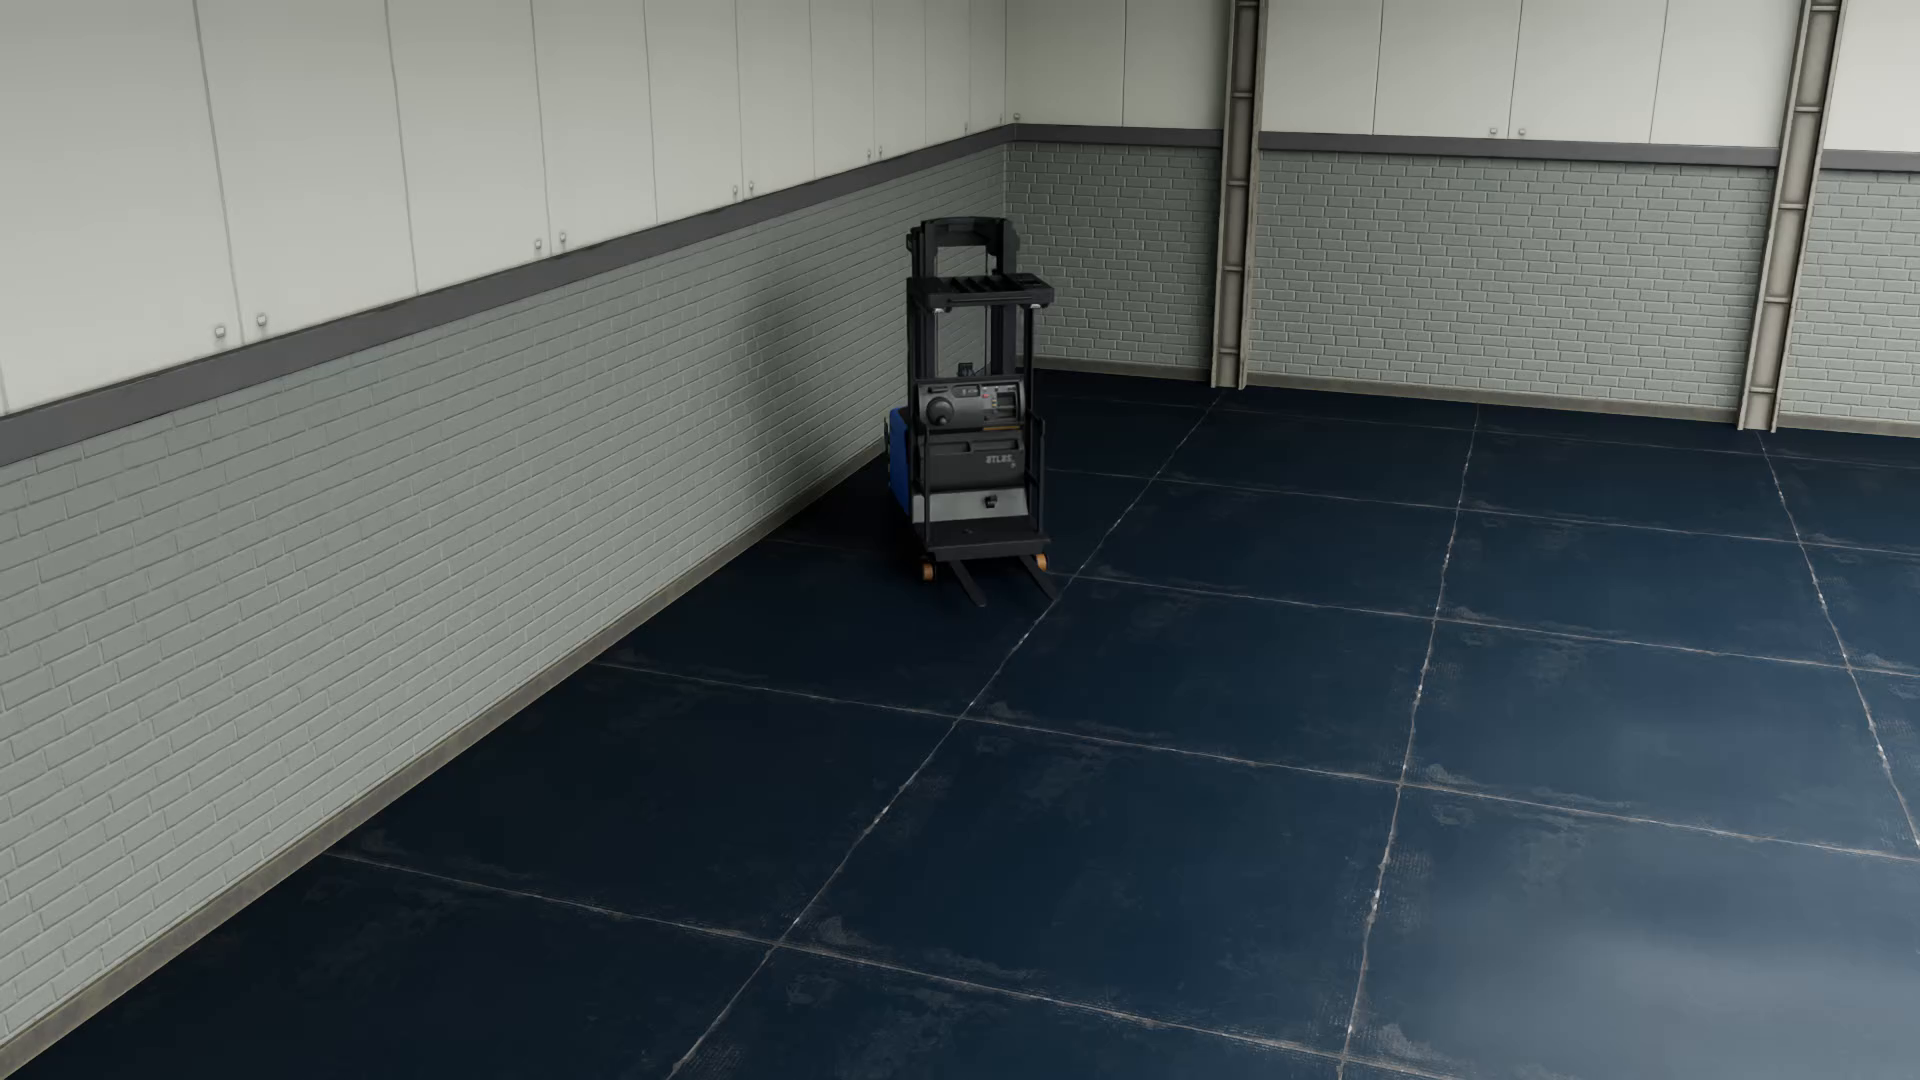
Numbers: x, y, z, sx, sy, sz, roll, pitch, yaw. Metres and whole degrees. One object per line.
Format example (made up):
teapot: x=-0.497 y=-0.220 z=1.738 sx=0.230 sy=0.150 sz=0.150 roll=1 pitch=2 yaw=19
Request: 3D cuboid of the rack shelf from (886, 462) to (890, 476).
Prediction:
rack shelf: x=-0.598 y=-0.684 z=15.886 sx=0.200 sy=0.077 sz=0.258 roll=-2 pitch=19 yaw=-7

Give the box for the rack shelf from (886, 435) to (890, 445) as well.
rack shelf: x=-0.598 y=-0.939 z=15.797 sx=0.200 sy=0.077 sz=0.258 roll=-2 pitch=19 yaw=-7

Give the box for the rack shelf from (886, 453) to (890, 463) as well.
rack shelf: x=-0.598 y=-0.769 z=15.857 sx=0.200 sy=0.077 sz=0.258 roll=-2 pitch=19 yaw=-7

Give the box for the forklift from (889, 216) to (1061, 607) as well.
forklift: x=0.146 y=-1.165 z=14.080 sx=1.130 sy=2.935 sz=3.031 roll=-4 pitch=20 yaw=-12

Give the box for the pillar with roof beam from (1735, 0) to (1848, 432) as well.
pillar with roof beam: x=7.599 y=-4.185 z=13.524 sx=0.400 sy=9.000 sz=9.100 roll=7 pitch=20 yaw=18

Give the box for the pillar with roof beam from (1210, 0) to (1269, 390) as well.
pillar with roof beam: x=1.931 y=-4.833 z=15.384 sx=0.400 sy=9.000 sz=9.100 roll=7 pitch=20 yaw=18

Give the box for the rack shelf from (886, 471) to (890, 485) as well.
rack shelf: x=-0.598 y=-0.599 z=15.916 sx=0.200 sy=0.077 sz=0.258 roll=-2 pitch=19 yaw=-7

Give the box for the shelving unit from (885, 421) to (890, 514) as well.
shelving unit: x=-0.598 y=-0.715 z=15.875 sx=0.210 sy=0.900 sz=0.258 roll=-2 pitch=19 yaw=-7

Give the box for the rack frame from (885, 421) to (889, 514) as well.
rack frame: x=-0.699 y=-0.711 z=15.863 sx=0.006 sy=0.900 sz=0.240 roll=-2 pitch=19 yaw=-7

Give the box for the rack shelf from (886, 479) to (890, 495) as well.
rack shelf: x=-0.598 y=-0.514 z=15.945 sx=0.200 sy=0.077 sz=0.258 roll=-2 pitch=19 yaw=-7

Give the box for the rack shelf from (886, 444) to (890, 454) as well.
rack shelf: x=-0.598 y=-0.854 z=15.827 sx=0.200 sy=0.077 sz=0.258 roll=-2 pitch=19 yaw=-7
